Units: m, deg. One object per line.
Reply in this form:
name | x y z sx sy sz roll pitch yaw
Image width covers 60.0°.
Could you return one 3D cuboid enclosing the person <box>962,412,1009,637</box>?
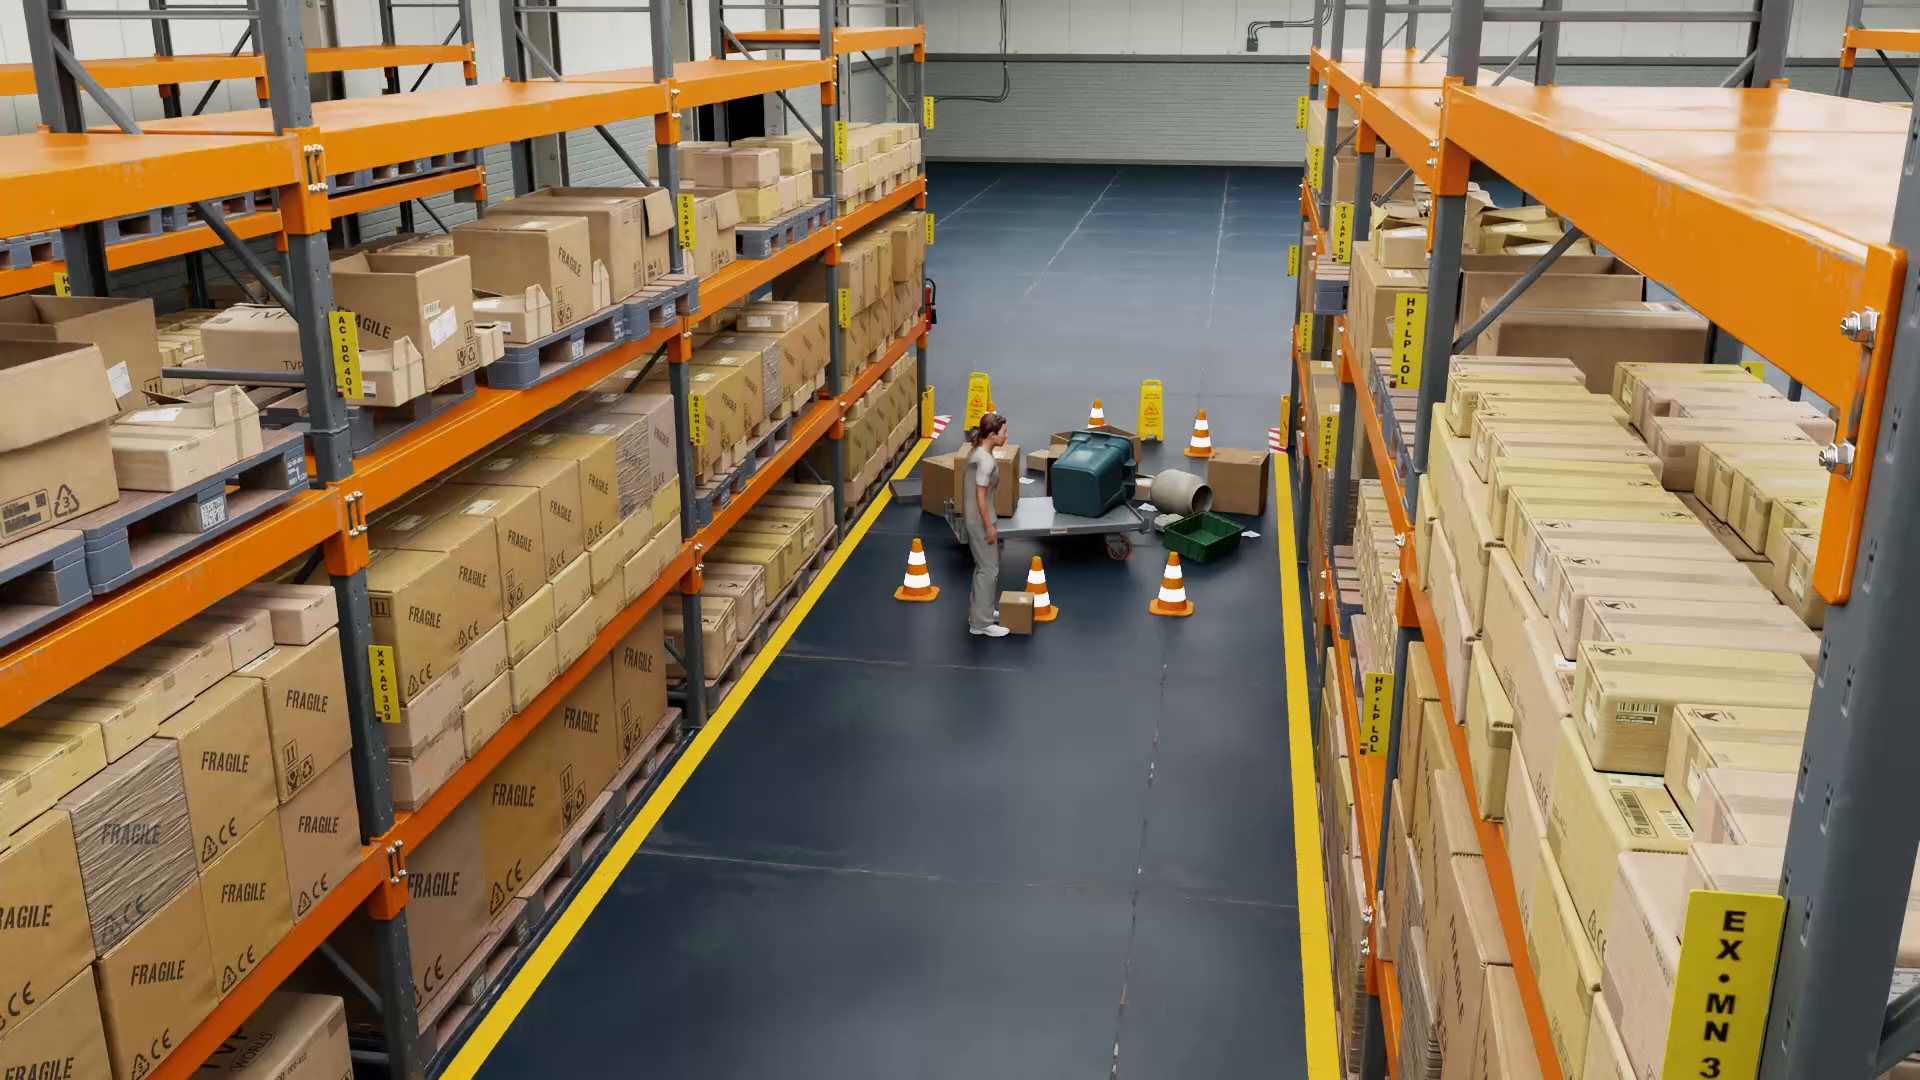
person | 0.194 -0.135 12.474 0.362 1.672 0.488 -1 18 -2
